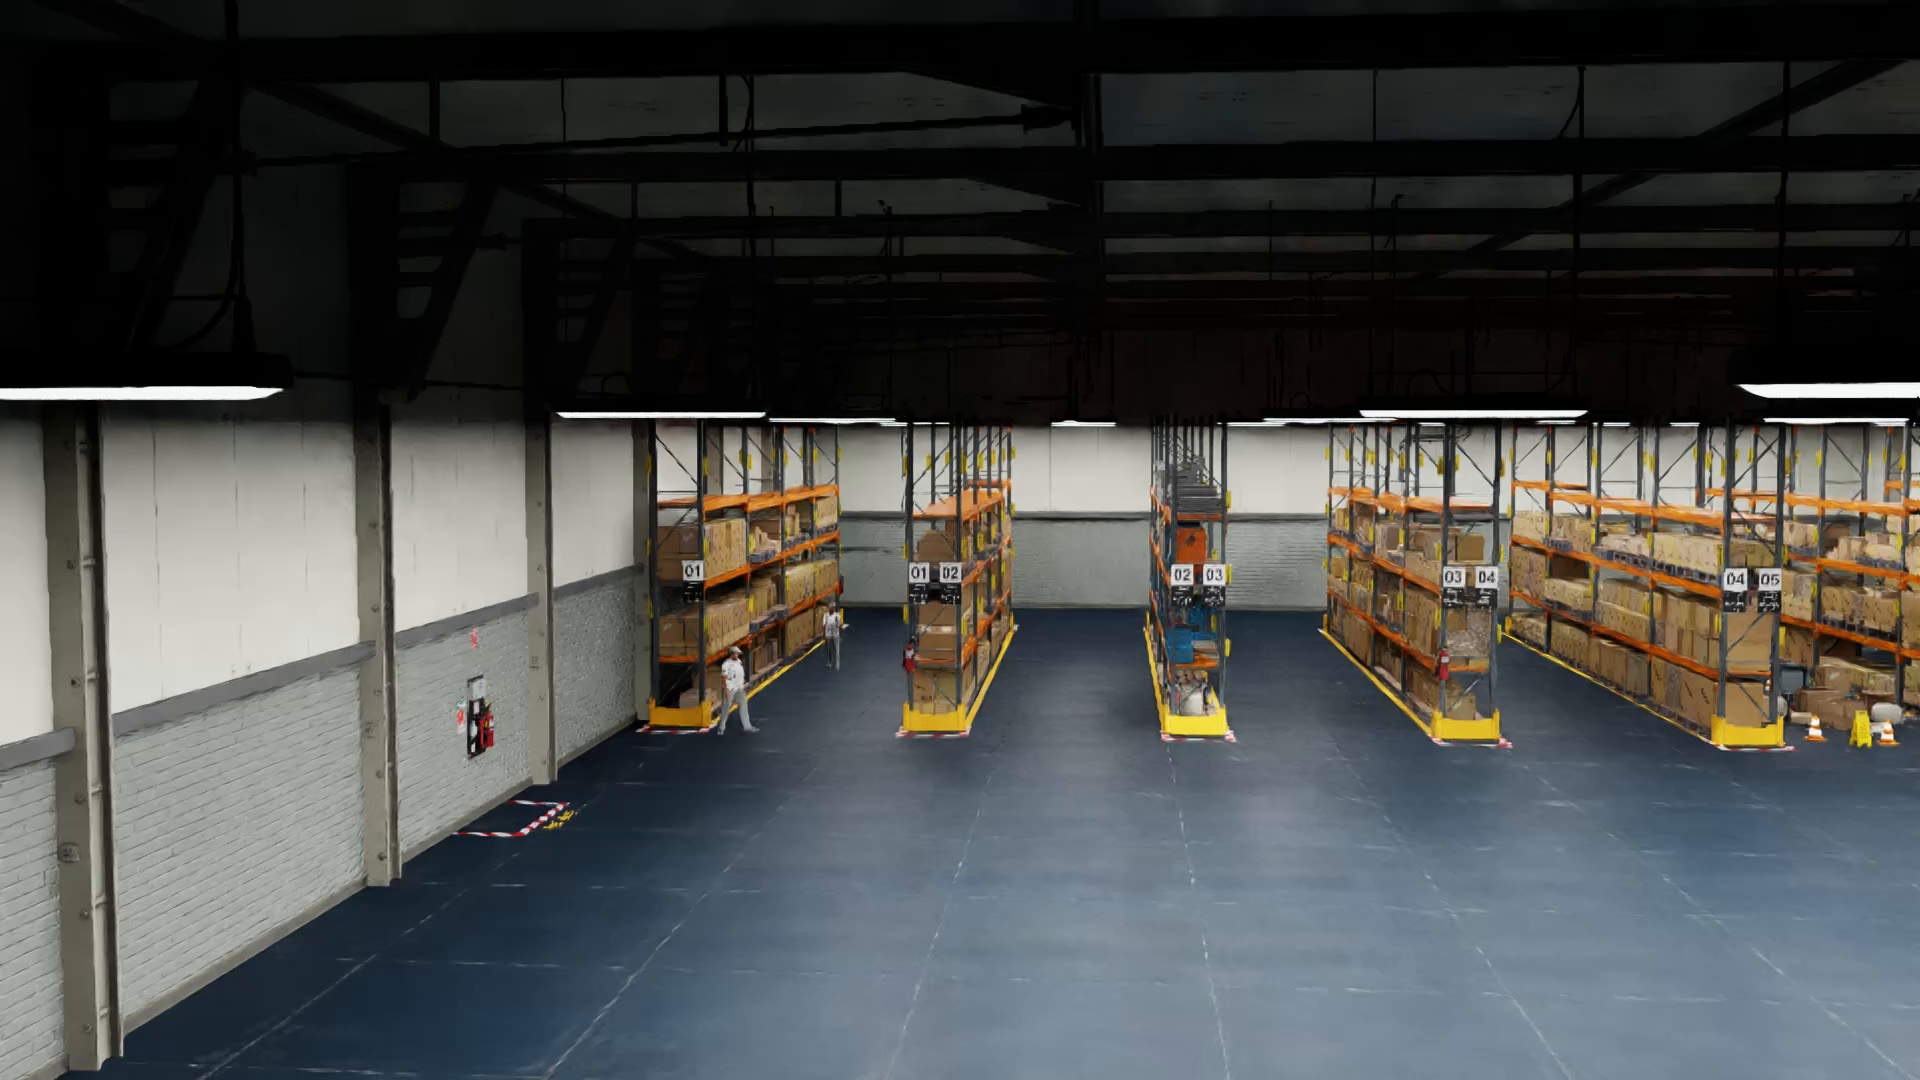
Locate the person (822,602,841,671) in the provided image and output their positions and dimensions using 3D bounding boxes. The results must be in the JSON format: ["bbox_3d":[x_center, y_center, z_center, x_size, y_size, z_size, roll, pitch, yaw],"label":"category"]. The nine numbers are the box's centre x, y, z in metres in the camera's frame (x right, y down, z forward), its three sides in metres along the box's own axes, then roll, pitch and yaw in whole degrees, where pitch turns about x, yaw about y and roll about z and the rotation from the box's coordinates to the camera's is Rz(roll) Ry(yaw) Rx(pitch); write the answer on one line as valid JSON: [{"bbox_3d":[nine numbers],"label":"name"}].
[{"bbox_3d":[-3.027,2.252,39.302,0.448,1.622,0.996,0,4,-3],"label":"person"}]

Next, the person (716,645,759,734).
[{"bbox_3d":[-4.206,2.792,31.142,0.564,1.653,0.729,4,5,42],"label":"person"}]

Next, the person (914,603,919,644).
[{"bbox_3d":[-0.926,1.979,43.863,0.592,1.604,0.518,0,4,3],"label":"person"}]

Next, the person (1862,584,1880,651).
[{"bbox_3d":[23.548,2.003,42.925,0.439,1.705,0.509,1,4,18],"label":"person"}]
